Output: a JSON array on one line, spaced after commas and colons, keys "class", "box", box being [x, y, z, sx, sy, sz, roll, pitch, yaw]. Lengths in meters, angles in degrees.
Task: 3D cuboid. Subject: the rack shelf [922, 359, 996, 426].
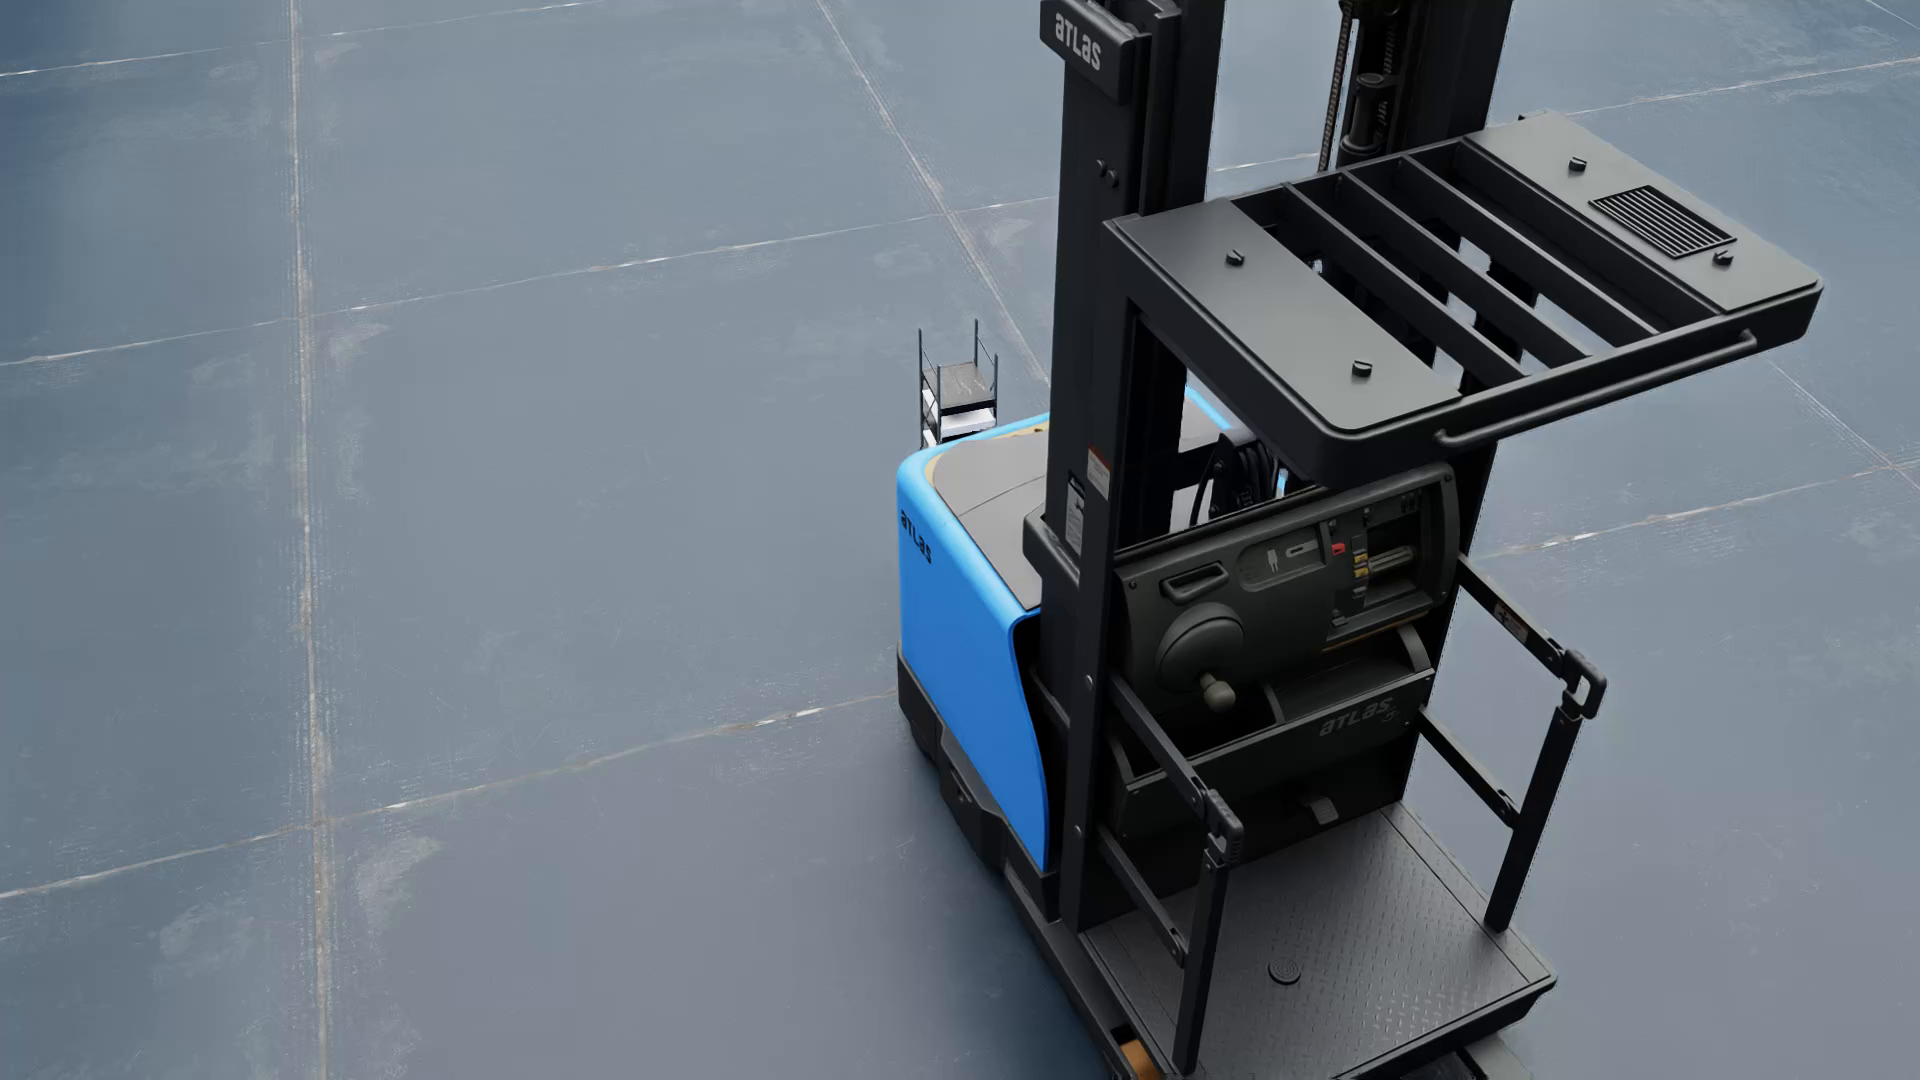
[{"class": "rack shelf", "box": [-0.008, -0.516, 5.796, 0.200, 0.077, 0.258, -12, 42, -13]}]

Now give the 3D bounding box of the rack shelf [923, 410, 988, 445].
[{"class": "rack shelf", "box": [-0.008, -0.380, 5.915, 0.200, 0.077, 0.258, -12, 42, -13]}]

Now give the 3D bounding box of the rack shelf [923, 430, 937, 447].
[{"class": "rack shelf", "box": [-0.008, -0.312, 5.974, 0.200, 0.077, 0.258, -12, 42, -13]}]

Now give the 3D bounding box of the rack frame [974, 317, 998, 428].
[{"class": "rack frame", "box": [0.089, -0.357, 5.975, 0.006, 0.900, 0.240, -12, 42, -13]}]

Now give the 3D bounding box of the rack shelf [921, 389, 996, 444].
[{"class": "rack shelf", "box": [-0.008, -0.448, 5.856, 0.200, 0.077, 0.258, -12, 42, -13]}]

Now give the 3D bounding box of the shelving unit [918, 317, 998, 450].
[{"class": "shelving unit", "box": [-0.008, -0.337, 5.952, 0.210, 0.900, 0.258, -12, 42, -13]}]

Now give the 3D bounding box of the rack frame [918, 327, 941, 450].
[{"class": "rack frame", "box": [-0.105, -0.317, 5.929, 0.006, 0.900, 0.240, -12, 42, -13]}]

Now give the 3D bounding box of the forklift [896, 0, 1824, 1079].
[{"class": "forklift", "box": [0.891, 0.194, 3.800, 1.130, 2.935, 3.031, -18, 44, -19]}]
